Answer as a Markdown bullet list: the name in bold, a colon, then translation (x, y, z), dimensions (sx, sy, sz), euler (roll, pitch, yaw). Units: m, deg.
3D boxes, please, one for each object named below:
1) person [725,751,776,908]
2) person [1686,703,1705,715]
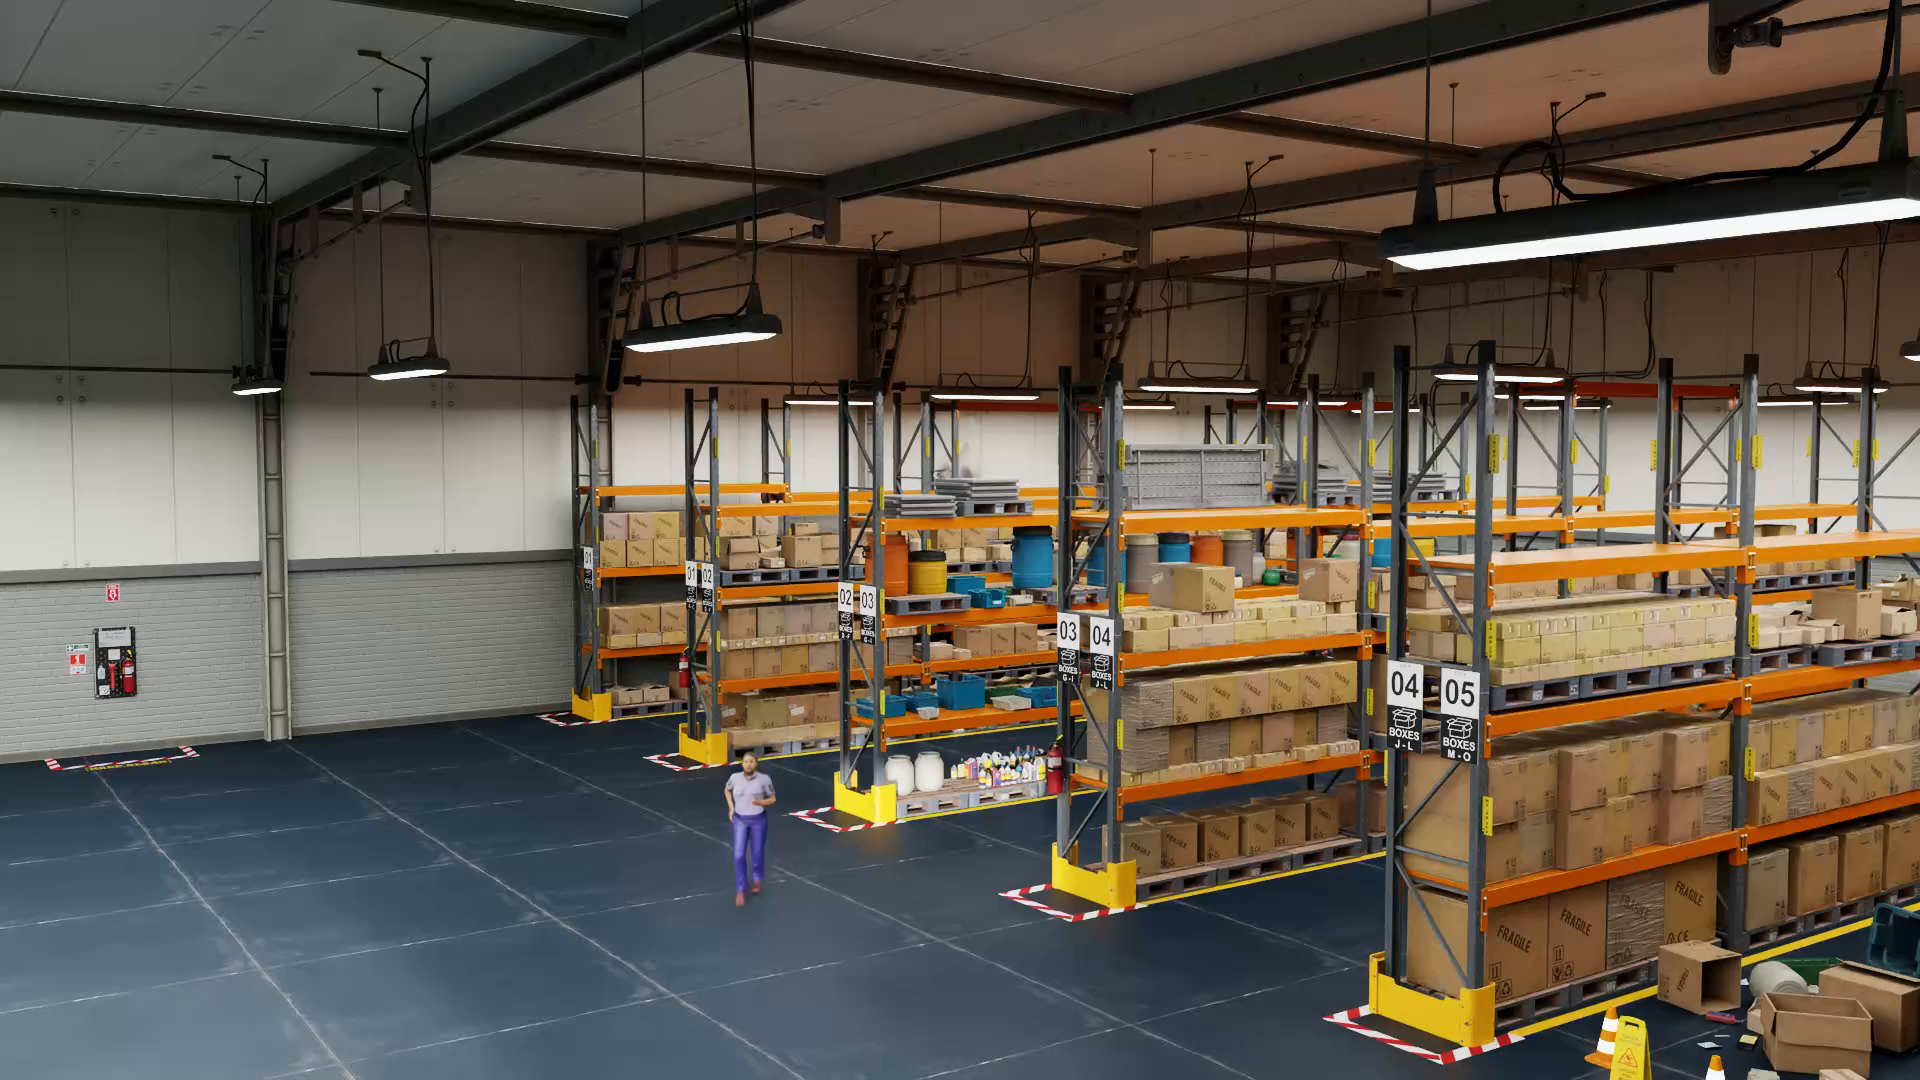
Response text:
- **person**: translation (-2.351, 3.220, 18.655), dimensions (0.584, 1.706, 0.711), euler (0, 3, -4)
- **person**: translation (9.768, 2.973, 22.206), dimensions (0.808, 1.741, 0.587), euler (-3, 5, -41)
